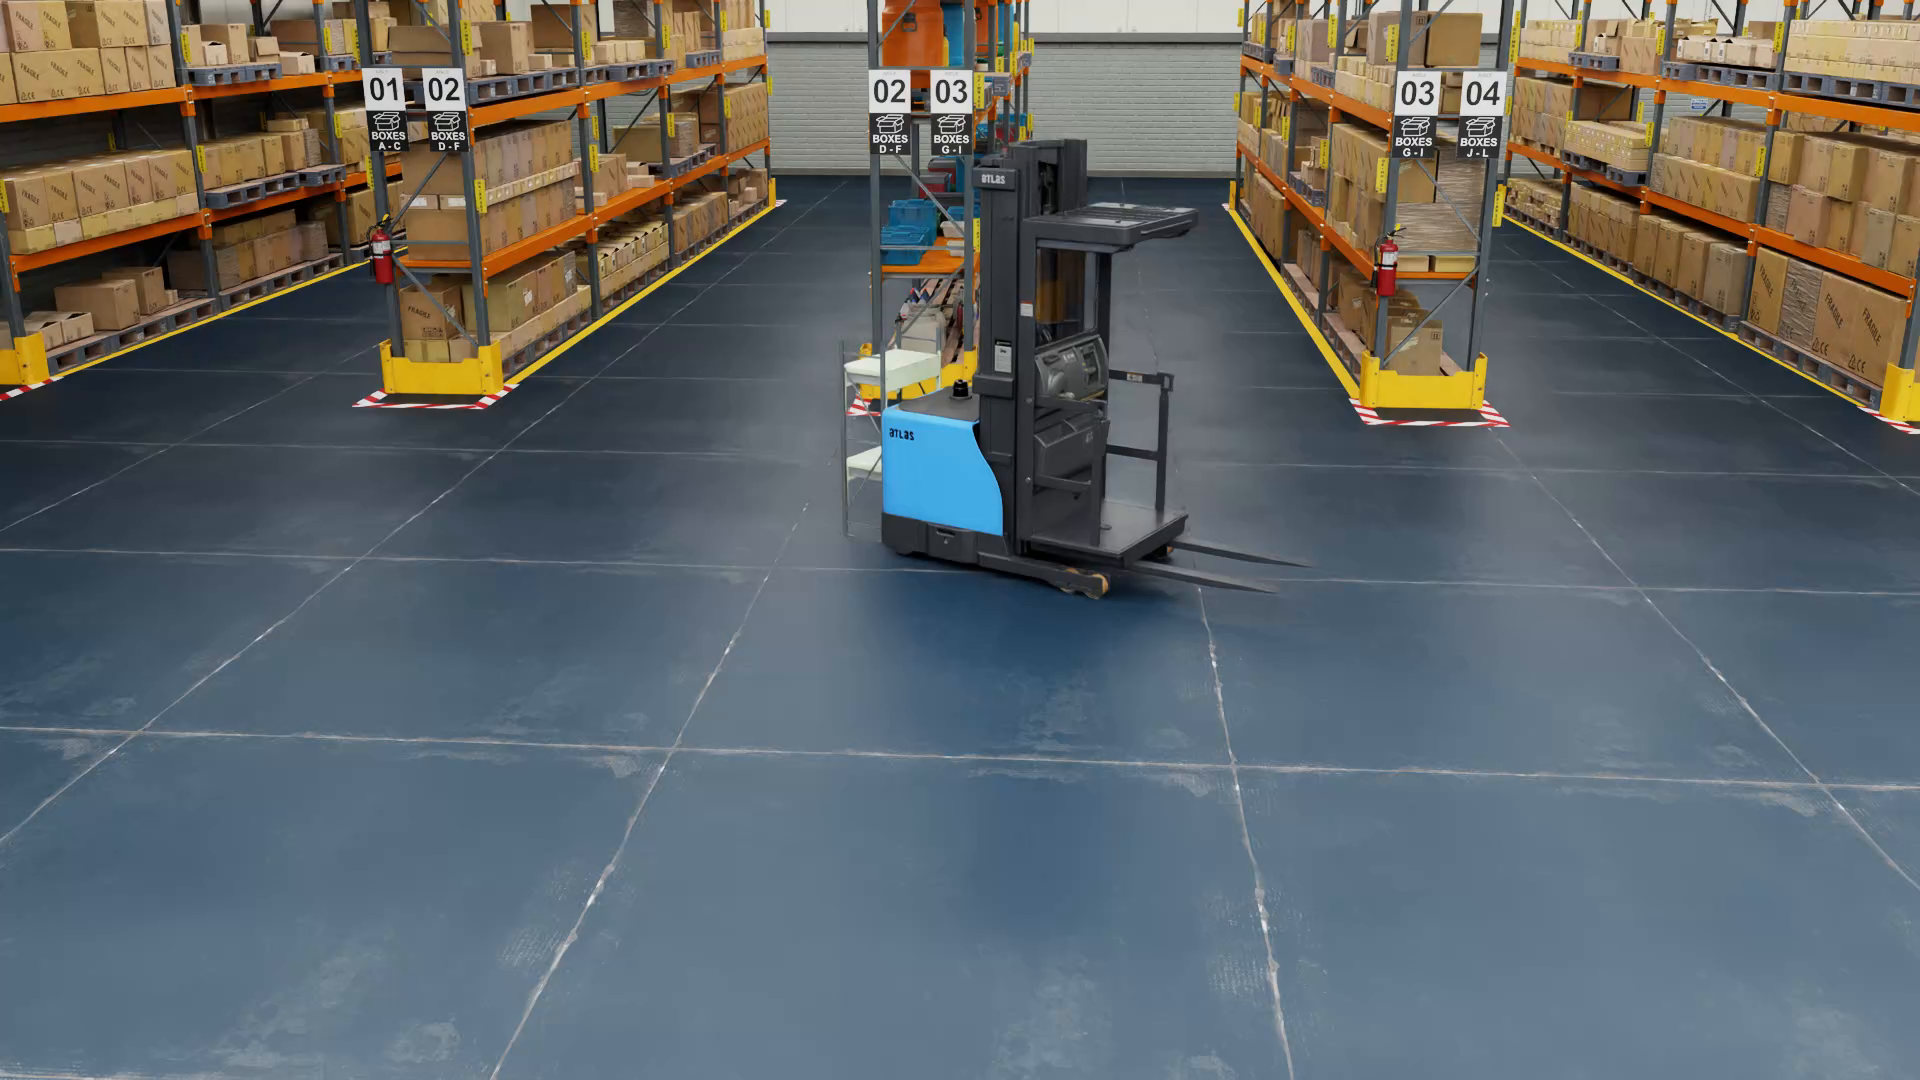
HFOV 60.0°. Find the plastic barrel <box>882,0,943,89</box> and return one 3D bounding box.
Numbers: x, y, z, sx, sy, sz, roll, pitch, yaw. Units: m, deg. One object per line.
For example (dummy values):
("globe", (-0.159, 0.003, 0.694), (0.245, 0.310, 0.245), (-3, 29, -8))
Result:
("plastic barrel", (-0.460, -4.846, 16.215), (0.600, 0.830, 0.708), (1, 18, 4))

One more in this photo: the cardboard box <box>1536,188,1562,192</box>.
("cardboard box", (10.285, -6.063, 29.058), (0.380, 0.149, 0.250), (1, 18, 4))

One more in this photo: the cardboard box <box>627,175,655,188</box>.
("cardboard box", (-4.524, -5.055, 23.436), (0.380, 0.149, 0.250), (1, 18, 4))

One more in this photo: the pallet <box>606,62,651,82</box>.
("pallet", (-4.772, -6.235, 22.121), (1.003, 0.211, 1.213), (2, 18, 6))

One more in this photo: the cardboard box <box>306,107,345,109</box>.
("cardboard box", (-9.822, -6.591, 25.845), (0.500, 0.250, 0.500), (1, 18, 3))

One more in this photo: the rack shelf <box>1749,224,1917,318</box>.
("rack shelf", (9.655, -2.890, 17.582), (1.077, 0.370, 4.000), (1, 18, 4))

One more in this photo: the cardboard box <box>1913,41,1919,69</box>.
("cardboard box", (9.268, -4.512, 15.486), (0.500, 0.250, 0.500), (2, 18, 5))

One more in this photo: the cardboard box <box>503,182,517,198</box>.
("cardboard box", (-4.993, -3.769, 17.905), (0.380, 0.149, 0.250), (1, 18, 2))

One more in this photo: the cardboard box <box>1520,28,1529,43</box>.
("cardboard box", (10.368, -9.038, 29.810), (0.500, 0.250, 0.500), (2, 18, 5))

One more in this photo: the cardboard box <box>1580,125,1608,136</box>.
("cardboard box", (9.830, -6.345, 25.743), (0.380, 0.149, 0.250), (1, 18, 3))

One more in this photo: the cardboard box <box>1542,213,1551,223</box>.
("cardboard box", (10.117, -5.474, 28.217), (0.380, 0.149, 0.250), (1, 18, 2))

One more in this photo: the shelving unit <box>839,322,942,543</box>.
("shelving unit", (-0.511, -0.814, 12.499), (0.431, 1.500, 0.755), (11, 21, 31))

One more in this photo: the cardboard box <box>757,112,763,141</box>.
("cardboard box", (-3.956, -7.686, 30.901), (0.500, 0.500, 0.500), (1, 18, 4))

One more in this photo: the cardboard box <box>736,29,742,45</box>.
("cardboard box", (-4.084, -8.750, 28.930), (0.500, 0.250, 0.500), (1, 18, 4))

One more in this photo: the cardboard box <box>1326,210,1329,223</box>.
("cardboard box", (4.543, -3.816, 19.655), (0.380, 0.149, 0.250), (1, 18, 4))

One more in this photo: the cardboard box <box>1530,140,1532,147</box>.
("cardboard box", (10.333, -7.038, 29.488), (0.380, 0.149, 0.250), (1, 18, 3))

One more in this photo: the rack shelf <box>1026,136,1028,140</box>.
("rack shelf", (0.635, -6.870, 29.727), (1.077, 0.370, 4.000), (1, 18, 4))

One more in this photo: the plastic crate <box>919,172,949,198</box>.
("plastic crate", (-0.352, -4.294, 20.606), (0.402, 0.464, 0.583), (1, 18, 4))

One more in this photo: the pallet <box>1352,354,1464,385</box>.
("pallet", (4.671, -1.703, 17.281), (1.003, 0.211, 1.213), (1, 18, 4))

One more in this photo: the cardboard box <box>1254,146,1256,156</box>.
("cardboard box", (5.146, -6.543, 27.977), (0.380, 0.149, 0.250), (2, 18, 5))

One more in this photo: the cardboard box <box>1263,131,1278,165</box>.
("cardboard box", (5.115, -6.234, 26.471), (0.500, 0.500, 0.500), (1, 18, 4))

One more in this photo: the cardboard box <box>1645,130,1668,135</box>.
("cardboard box", (10.404, -6.006, 24.708), (0.380, 0.149, 0.250), (2, 18, 6))

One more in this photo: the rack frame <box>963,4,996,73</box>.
("rack frame", (-0.081, -6.957, 19.202), (1.000, 3.000, 0.127), (1, 18, 4))

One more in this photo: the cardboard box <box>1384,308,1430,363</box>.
("cardboard box", (4.642, -2.145, 17.491), (0.500, 0.500, 0.500), (6, 19, 18))

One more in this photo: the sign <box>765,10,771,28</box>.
("sign", (-3.609, -9.772, 31.190), (0.100, 0.325, 0.005), (1, 18, 4))

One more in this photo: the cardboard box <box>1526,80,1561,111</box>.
("cardboard box", (10.273, -7.793, 29.144), (0.500, 0.500, 0.500), (1, 18, 3))

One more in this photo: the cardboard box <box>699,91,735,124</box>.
("cardboard box", (-4.134, -7.365, 28.316), (0.500, 0.500, 0.500), (2, 18, 5))

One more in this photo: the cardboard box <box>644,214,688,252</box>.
("cardboard box", (-4.417, -4.616, 25.001), (0.500, 0.500, 0.500), (2, 18, 6))

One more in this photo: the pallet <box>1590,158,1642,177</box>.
("pallet", (10.187, -5.620, 25.066), (1.003, 0.211, 1.213), (1, 18, 4))

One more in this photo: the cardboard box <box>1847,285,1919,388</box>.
("cardboard box", (9.495, -2.013, 16.487), (0.875, 0.875, 0.875), (1, 18, 4))

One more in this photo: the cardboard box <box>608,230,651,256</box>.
("cardboard box", (-4.597, -4.133, 23.060), (0.500, 0.311, 0.500), (1, 18, 4))

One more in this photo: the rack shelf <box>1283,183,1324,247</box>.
("rack shelf", (5.002, -4.275, 21.807), (1.077, 0.370, 4.000), (1, 18, 4))

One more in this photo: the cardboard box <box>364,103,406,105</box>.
("cardboard box", (-9.251, -6.899, 26.785), (0.500, 0.250, 0.500), (2, 18, 5))

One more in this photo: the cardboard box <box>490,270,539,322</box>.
("cardboard box", (-4.991, -2.697, 18.374), (0.500, 0.500, 0.500), (1, 18, 4))

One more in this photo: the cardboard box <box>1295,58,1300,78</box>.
("cardboard box", (4.858, -6.452, 22.718), (0.500, 0.250, 0.500), (2, 18, 5))

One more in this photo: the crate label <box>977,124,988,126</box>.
("crate label", (0.433, -7.712, 31.316), (0.416, 0.233, 0.303), (1, 18, 4))

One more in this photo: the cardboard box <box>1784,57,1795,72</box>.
("cardboard box", (9.434, -5.301, 18.535), (0.380, 0.149, 0.250), (1, 18, 3))

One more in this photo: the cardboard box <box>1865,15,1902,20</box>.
("cardboard box", (15.381, -8.400, 27.423), (0.797, 0.503, 0.637), (3, 18, 8))

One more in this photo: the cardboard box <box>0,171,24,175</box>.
("cardboard box", (-10.382, -3.687, 17.861), (0.500, 0.500, 0.500), (2, 18, 5))

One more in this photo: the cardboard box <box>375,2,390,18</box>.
("cardboard box", (-9.583, -8.580, 26.901), (0.500, 0.250, 0.500), (3, 18, 8))

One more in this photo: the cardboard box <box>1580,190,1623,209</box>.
("cardboard box", (10.020, -5.317, 25.968), (0.500, 0.250, 0.500), (2, 18, 5))

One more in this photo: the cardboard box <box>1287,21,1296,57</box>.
("cardboard box", (5.092, -7.371, 24.449), (0.500, 0.500, 0.500), (2, 18, 7))

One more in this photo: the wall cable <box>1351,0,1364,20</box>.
("wall cable", (9.562, -13.781, 34.863), (2.277, 5.999, 0.120), (1, 18, 4))

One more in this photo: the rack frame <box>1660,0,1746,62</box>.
("rack frame", (10.086, -7.946, 22.222), (1.000, 3.000, 0.127), (1, 18, 4))

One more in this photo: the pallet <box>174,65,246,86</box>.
("pallet", (-9.812, -5.853, 20.951), (1.213, 0.211, 1.003), (1, 18, 4))

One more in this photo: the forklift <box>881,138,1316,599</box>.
("forklift", (0.946, -1.186, 11.334), (3.031, 2.935, 1.130), (11, 21, 31))

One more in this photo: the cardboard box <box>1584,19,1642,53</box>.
("cardboard box", (10.235, -7.895, 26.048), (0.700, 0.500, 0.500), (1, 18, 4))

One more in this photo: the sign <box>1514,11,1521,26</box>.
("sign", (10.118, -9.433, 30.173), (0.100, 0.325, 0.005), (1, 18, 4))

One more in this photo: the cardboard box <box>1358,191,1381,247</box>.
("cardboard box", (4.555, -3.270, 16.947), (0.875, 0.500, 0.500), (1, 18, 4))

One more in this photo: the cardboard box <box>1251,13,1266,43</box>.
("cardboard box", (5.575, -9.108, 29.588), (0.700, 0.500, 0.500), (1, 18, 2))

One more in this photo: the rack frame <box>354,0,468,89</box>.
("rack frame", (-5.309, -5.826, 15.752), (1.000, 3.000, 0.127), (1, 18, 4))

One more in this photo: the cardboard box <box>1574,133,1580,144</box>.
("cardboard box", (9.851, -6.287, 26.043), (0.380, 0.149, 0.250), (2, 18, 5))

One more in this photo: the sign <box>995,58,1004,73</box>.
("sign", (0.466, -5.520, 19.620), (0.100, 0.325, 0.005), (1, 18, 4))
